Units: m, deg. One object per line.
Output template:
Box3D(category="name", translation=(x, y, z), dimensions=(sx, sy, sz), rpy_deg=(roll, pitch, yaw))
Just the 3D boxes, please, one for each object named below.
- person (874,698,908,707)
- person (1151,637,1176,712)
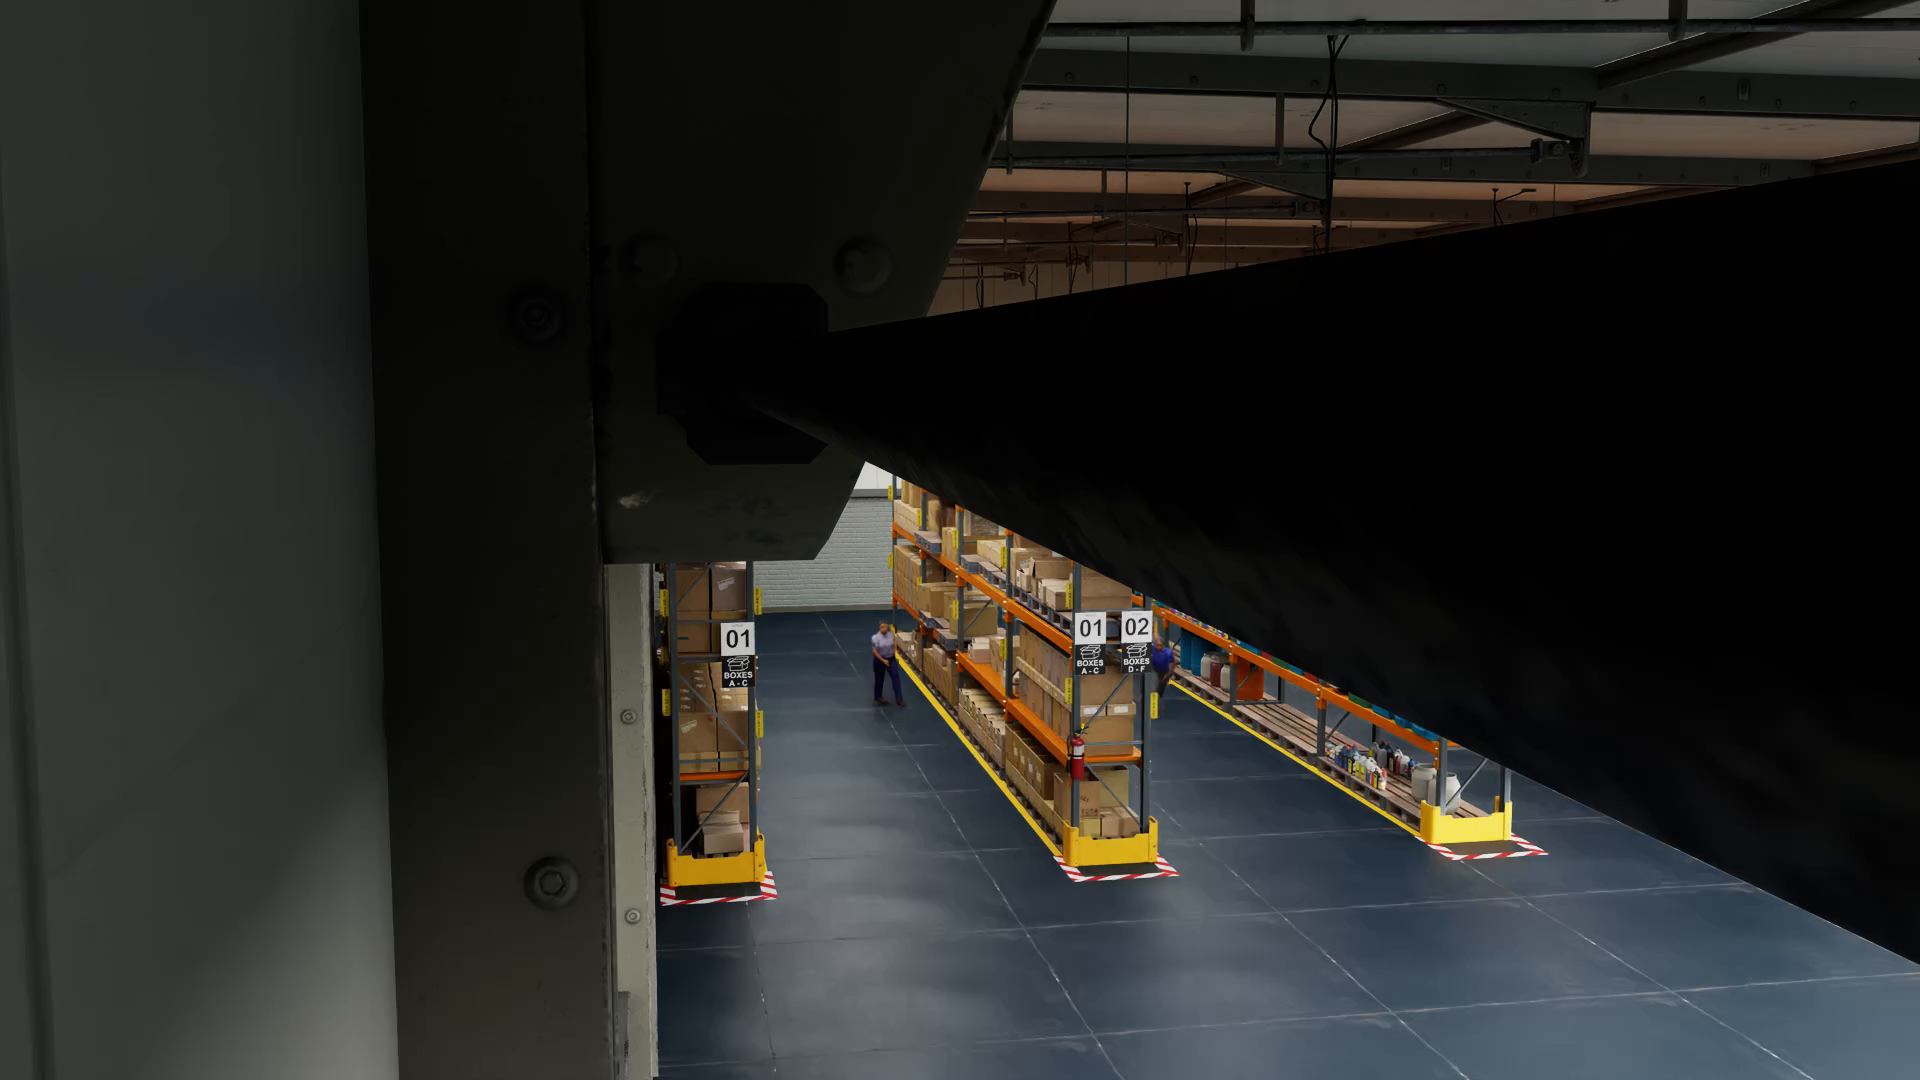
Box3D(category="person", translation=(-1.265, 2.908, 30.322), dimensions=(0.282, 0.239, 0.958), rpy_deg=(-3, 7, -28))
Box3D(category="person", translation=(3.581, 2.360, 29.684), dimensions=(0.561, 1.395, 0.967), rpy_deg=(1, 6, 11))
